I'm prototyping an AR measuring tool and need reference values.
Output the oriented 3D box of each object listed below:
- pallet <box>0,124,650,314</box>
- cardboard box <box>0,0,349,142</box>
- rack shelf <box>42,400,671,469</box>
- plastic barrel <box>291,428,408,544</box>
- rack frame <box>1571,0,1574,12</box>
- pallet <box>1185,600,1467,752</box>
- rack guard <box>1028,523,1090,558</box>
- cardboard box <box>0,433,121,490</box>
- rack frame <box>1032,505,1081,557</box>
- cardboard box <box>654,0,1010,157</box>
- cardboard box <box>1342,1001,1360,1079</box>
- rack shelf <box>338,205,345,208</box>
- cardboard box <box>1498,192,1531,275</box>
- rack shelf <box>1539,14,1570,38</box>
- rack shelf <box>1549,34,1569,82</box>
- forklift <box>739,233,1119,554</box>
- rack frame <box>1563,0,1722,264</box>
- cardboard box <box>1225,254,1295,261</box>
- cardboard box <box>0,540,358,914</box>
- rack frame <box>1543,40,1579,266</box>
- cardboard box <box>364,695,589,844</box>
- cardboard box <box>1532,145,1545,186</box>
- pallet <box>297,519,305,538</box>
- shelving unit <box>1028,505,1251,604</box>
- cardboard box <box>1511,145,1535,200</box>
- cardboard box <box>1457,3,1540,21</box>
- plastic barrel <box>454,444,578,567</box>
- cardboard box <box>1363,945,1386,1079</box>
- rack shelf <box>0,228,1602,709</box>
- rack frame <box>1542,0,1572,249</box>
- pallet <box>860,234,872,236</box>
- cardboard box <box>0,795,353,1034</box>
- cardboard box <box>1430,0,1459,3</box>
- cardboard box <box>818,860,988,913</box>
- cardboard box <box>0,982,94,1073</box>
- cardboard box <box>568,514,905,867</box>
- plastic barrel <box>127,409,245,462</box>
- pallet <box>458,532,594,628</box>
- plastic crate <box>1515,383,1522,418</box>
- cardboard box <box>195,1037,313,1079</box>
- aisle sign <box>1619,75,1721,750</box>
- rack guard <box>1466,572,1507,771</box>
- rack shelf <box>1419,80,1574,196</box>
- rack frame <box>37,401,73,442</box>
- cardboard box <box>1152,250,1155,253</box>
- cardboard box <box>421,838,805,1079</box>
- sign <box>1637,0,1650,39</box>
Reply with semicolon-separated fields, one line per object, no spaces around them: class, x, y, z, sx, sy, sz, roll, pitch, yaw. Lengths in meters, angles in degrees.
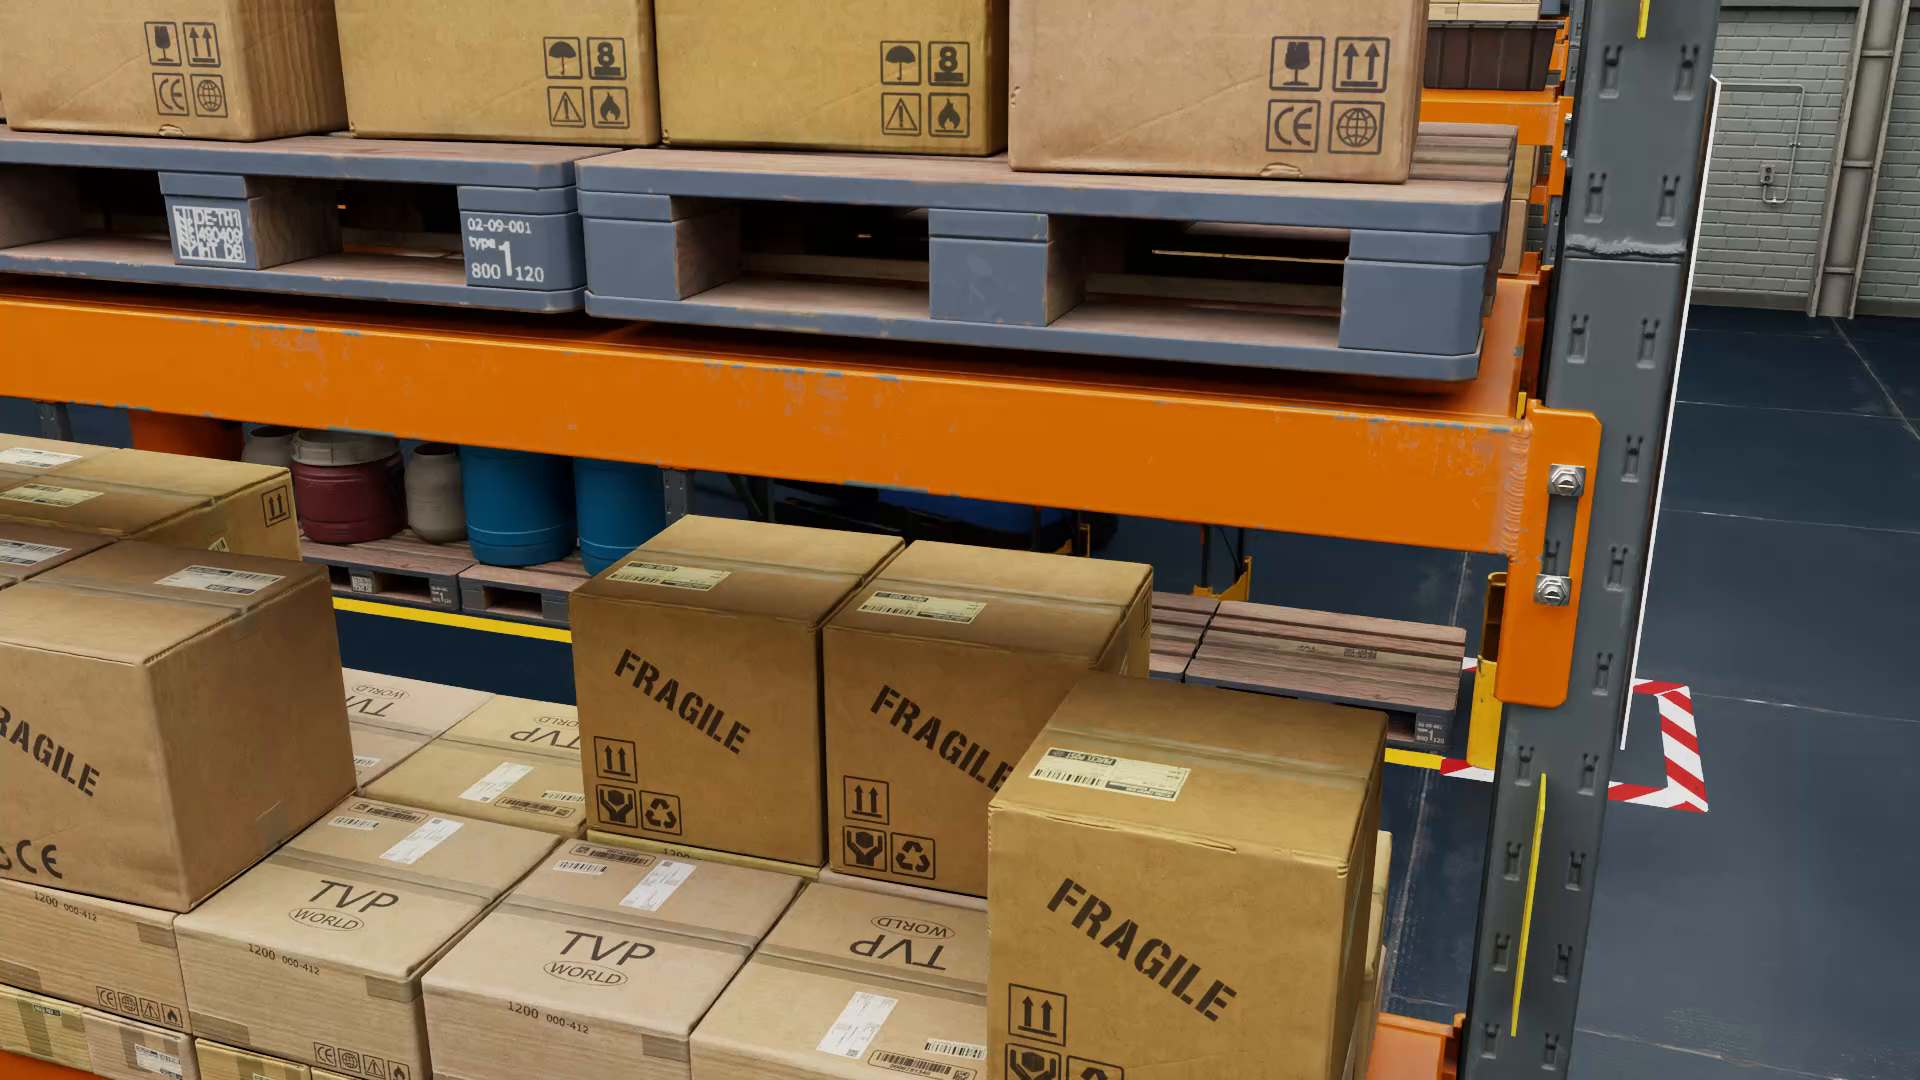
pallet;-0.956;-0.633;2.913;1.213;0.211;1.003;7;20;18
cardboard box;-1.162;-0.966;2.791;0.500;0.500;0.700;7;21;20
rack shelf;-3.138;-0.899;9.191;4.000;0.370;1.077;7;20;18
plastic barrel;-3.493;-0.345;9.533;0.708;0.588;0.600;7;20;18
rack frame;4.159;-4.963;10.643;0.127;3.000;1.000;7;20;18
pallet;1.763;0.625;7.962;1.213;0.211;1.003;7;20;18
rack guard;0.561;0.107;9.389;0.087;0.250;0.587;12;23;31
cardboard box;-2.352;0.060;3.983;0.500;0.500;0.500;7;20;20
rack frame;0.545;-0.486;9.193;0.032;1.500;0.500;12;23;31
cardboard box;-0.097;-0.897;2.595;0.500;0.500;0.700;6;20;16
cardboard box;0.359;0.910;2.684;0.500;0.250;0.500;6;20;17
rack shelf;-5.288;-2.871;14.847;4.000;0.370;1.077;7;20;18
cardboard box;3.646;-2.141;11.510;0.500;0.500;0.500;7;20;20
rack shelf;3.891;-4.964;16.294;4.000;0.370;1.077;7;20;18
rack shelf;2.269;-3.423;11.875;4.000;0.370;1.077;7;20;18
forklift;-0.524;-1.550;10.071;3.031;2.935;1.130;14;24;35
rack frame;0.904;-1.883;1.808;0.127;3.000;1.000;7;20;18
cardboard box;2.210;-2.306;11.983;0.500;0.500;0.500;6;20;17
cardboard box;-1.550;0.335;3.194;0.500;0.500;0.500;6;20;16
rack frame;2.530;-0.590;7.213;0.127;3.000;1.000;7;20;18
cardboard box;-0.922;0.580;3.631;0.500;0.250;0.500;6;20;17
cardboard box;5.296;-3.864;16.150;0.700;0.700;0.980;7;21;21
pallet;-4.269;-0.066;9.944;1.213;0.211;1.003;7;20;18
shelving unit;0.980;-0.394;8.928;1.083;1.500;0.587;12;23;31
cardboard box;3.648;-2.612;11.342;0.500;0.500;0.500;6;20;18
cardboard box;3.587;-3.449;11.085;0.500;0.250;0.500;7;20;18
plastic barrel;-2.426;-0.371;9.132;0.708;0.901;0.600;7;20;18
cardboard box;0.677;0.927;3.241;0.250;0.149;0.380;7;20;19
rack shelf;-0.985;-0.343;3.039;4.000;0.370;1.077;7;20;18
rack frame;5.781;-3.671;16.050;0.127;3.000;1.000;7;20;18
pallet;-0.339;-2.592;13.246;1.213;0.211;1.003;7;20;18
cardboard box;-1.557;0.689;3.317;0.500;0.250;0.500;7;20;19
cardboard box;3.117;-3.742;11.165;0.500;0.250;0.500;7;20;18
cardboard box;0.046;0.690;3.316;0.500;0.250;0.500;6;20;17
cardboard box;-1.716;0.884;3.366;0.250;0.149;0.380;6;20;17
cardboard box;-0.424;0.282;3.347;0.500;0.500;0.500;6;20;17
plastic barrel;-4.560;-0.581;9.844;0.708;0.830;0.600;7;20;18
pallet;-1.964;0.198;9.188;1.213;0.211;1.003;7;20;18
plastic crate;2.152;-0.614;7.134;0.499;0.435;0.616;7;20;18
cardboard box;-1.231;0.939;3.206;0.250;0.149;0.380;6;20;16
aisle sign;0.874;-0.177;2.077;0.004;0.787;0.394;7;20;18
rack guard;2.557;0.588;7.629;0.348;0.500;1.175;7;20;18
rack shelf;0.640;-1.883;7.457;4.000;0.370;1.077;7;20;18
rack frame;-5.027;-1.455;9.692;0.127;3.000;1.000;7;20;18
cardboard box;1.257;-2.415;12.296;0.500;0.500;0.500;7;20;19
cardboard box;-0.601;0.800;2.999;0.500;0.250;0.500;6;20;16
sign;0.713;-0.680;1.689;0.005;0.325;0.100;7;20;18
